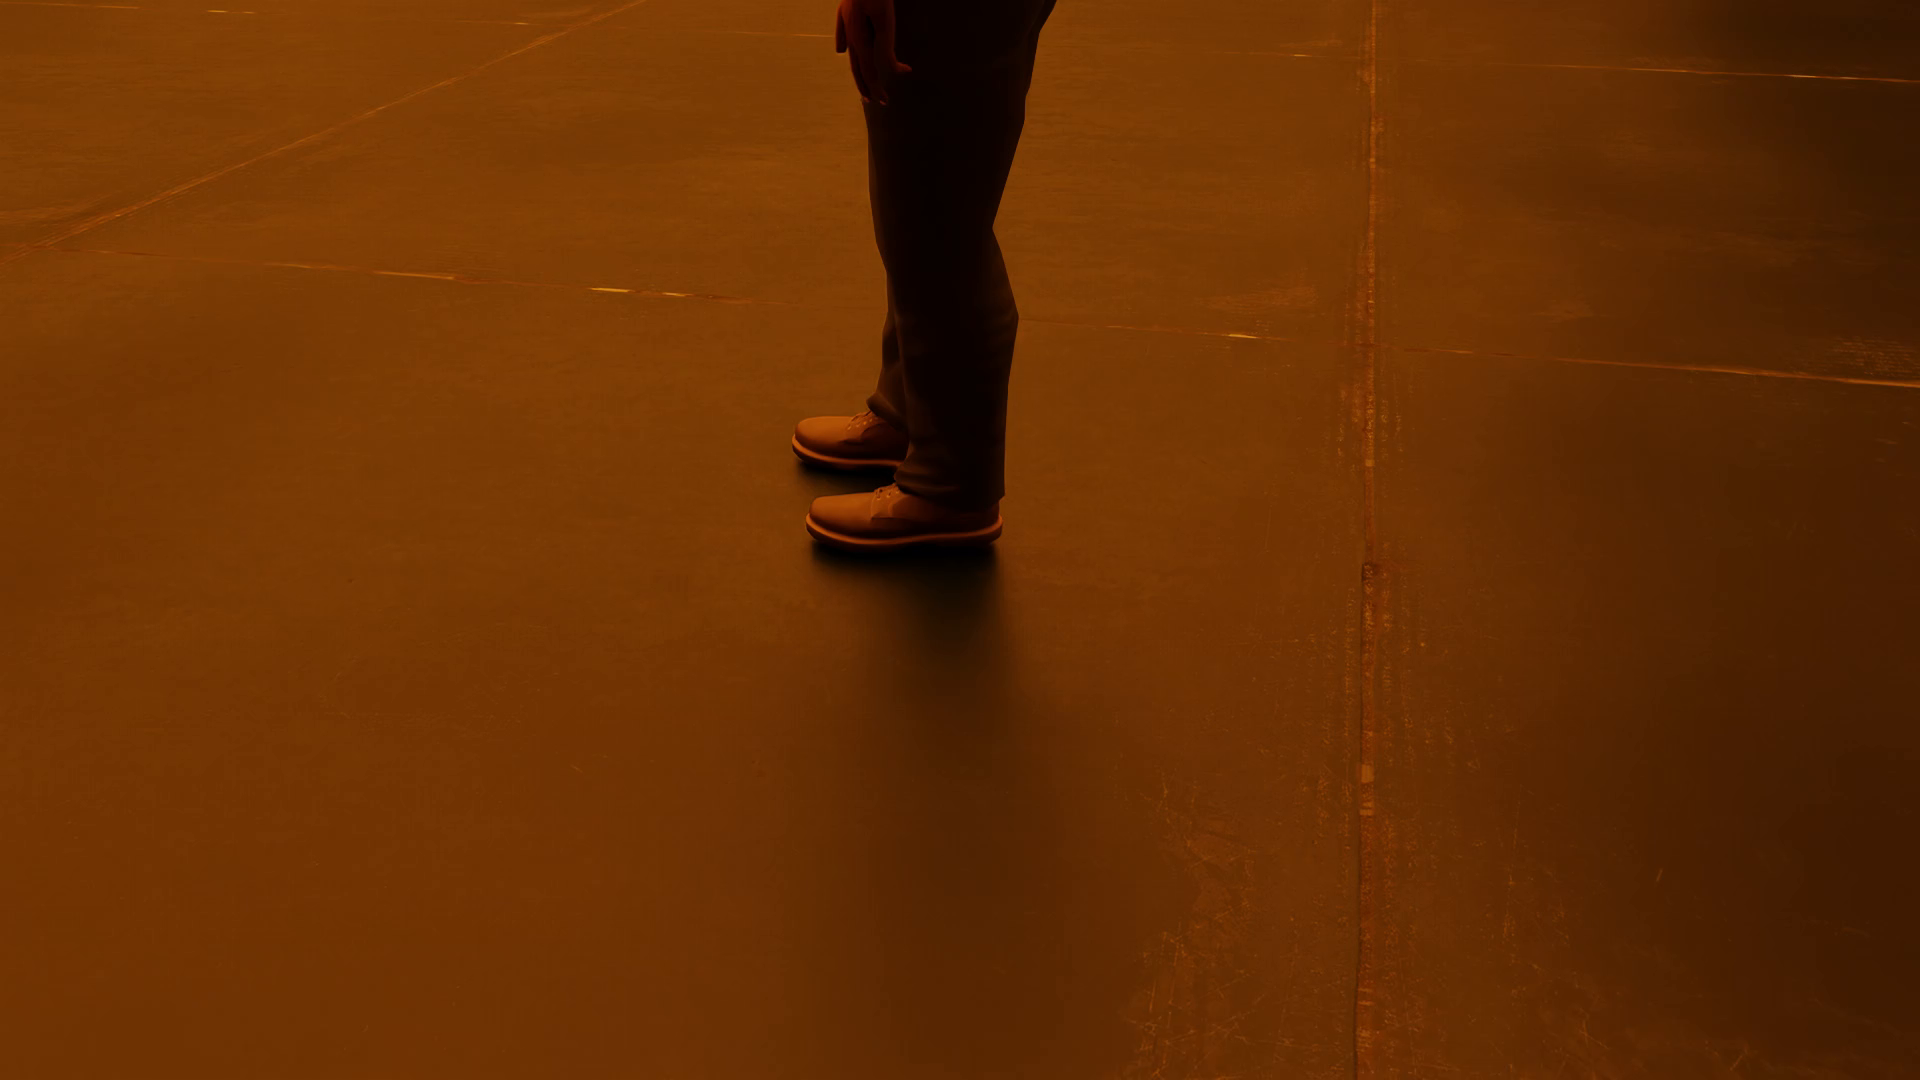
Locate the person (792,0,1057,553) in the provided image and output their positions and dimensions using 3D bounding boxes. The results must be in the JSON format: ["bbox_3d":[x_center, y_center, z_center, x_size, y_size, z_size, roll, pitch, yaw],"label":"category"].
[{"bbox_3d":[-0.081,-0.763,2.159,0.503,1.656,0.569,6,27,11],"label":"person"}]
